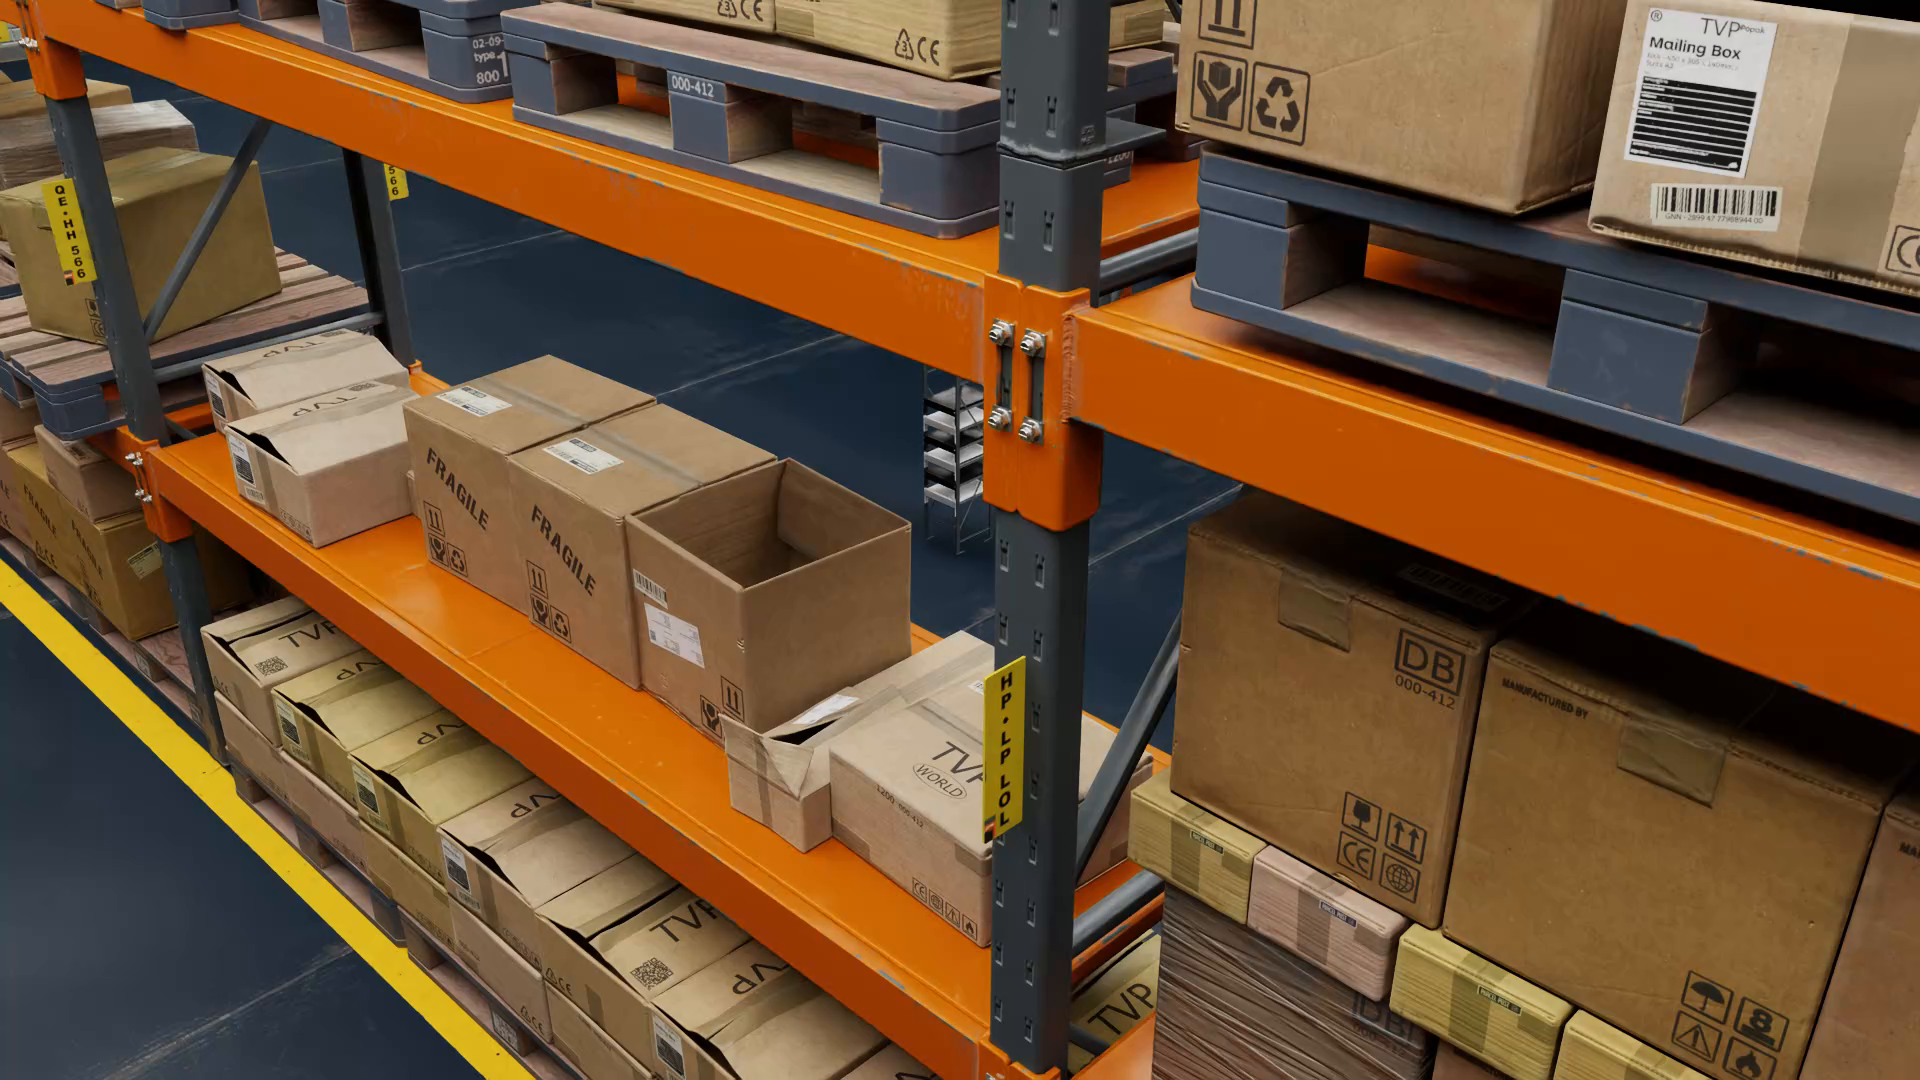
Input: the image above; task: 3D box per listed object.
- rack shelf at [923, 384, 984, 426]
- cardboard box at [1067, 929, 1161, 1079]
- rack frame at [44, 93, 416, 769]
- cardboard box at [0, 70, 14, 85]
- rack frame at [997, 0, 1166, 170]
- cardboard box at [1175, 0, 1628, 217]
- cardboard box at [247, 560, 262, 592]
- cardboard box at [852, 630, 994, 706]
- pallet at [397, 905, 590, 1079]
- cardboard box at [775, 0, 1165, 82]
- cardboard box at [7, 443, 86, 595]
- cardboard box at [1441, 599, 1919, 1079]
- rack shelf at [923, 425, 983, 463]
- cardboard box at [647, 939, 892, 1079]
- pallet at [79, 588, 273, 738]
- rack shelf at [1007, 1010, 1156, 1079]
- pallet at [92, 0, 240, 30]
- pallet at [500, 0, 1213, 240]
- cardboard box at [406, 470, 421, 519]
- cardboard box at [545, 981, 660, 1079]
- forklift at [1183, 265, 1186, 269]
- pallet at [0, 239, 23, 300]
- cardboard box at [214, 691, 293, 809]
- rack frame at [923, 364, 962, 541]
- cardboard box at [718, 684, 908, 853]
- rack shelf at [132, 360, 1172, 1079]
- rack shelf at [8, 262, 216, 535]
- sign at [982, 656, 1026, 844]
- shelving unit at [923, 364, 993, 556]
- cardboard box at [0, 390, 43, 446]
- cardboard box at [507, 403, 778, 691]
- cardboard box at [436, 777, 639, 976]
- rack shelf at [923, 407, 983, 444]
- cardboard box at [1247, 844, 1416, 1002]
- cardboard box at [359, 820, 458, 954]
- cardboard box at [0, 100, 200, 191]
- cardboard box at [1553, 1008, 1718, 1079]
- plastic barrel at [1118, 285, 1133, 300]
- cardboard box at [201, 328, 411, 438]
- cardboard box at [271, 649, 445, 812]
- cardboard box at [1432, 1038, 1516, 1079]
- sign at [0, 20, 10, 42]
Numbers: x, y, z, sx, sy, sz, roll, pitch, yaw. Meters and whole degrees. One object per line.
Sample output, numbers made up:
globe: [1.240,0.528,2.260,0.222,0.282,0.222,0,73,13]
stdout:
rack shelf: [-0.006,-0.610,7.435,0.200,0.077,0.258,25,36,38]
cardboard box: [0.327,1.204,4.138,0.500,0.311,0.500,25,37,39]
rack frame: [-2.405,-0.667,5.795,0.127,3.000,1.000,25,36,38]
cardboard box: [-4.542,-1.770,7.334,0.700,0.500,0.500,-19,33,-32]
rack frame: [0.447,-2.017,1.916,0.127,3.000,1.000,25,36,38]
cardboard box: [0.621,-0.729,1.982,0.500,0.500,0.500,-22,35,-35]
cardboard box: [-2.907,-0.167,7.058,0.500,0.500,0.500,23,35,37]
cardboard box: [-0.041,0.393,4.050,0.250,0.149,0.380,25,36,38]
pallet: [-0.980,1.247,5.151,1.213,0.211,1.003,25,36,38]
cardboard box: [0.014,-1.013,2.940,0.500,0.250,0.500,-21,34,-34]
cardboard box: [-3.605,-0.151,7.028,0.500,0.500,0.500,23,35,37]
cardboard box: [1.129,0.327,2.403,0.500,0.500,0.700,24,36,38]
rack shelf: [-0.006,-0.451,7.519,0.200,0.077,0.258,25,36,38]
cardboard box: [-0.418,1.217,4.114,0.500,0.311,0.500,-24,36,-38]
pallet: [-2.911,0.311,6.931,1.213,0.211,1.003,25,36,38]
rack shelf: [1.873,1.610,2.239,4.000,0.370,1.077,25,36,38]
pallet: [-1.859,-1.719,4.776,1.213,0.211,1.003,-23,36,-37]
pallet: [-0.191,-0.888,3.198,1.217,0.209,0.805,23,35,36]
cardboard box: [-1.456,-0.158,5.097,0.380,0.149,0.250,-22,35,-36]
cardboard box: [-0.776,1.298,4.561,0.500,0.250,0.500,-24,36,-38]
forklift: [2.674,-3.477,11.213,3.031,2.935,1.130,-17,32,-30]
pallet: [-3.795,-1.215,7.043,1.213,0.211,1.003,25,36,38]
cardboard box: [-2.238,0.633,5.827,0.500,0.250,0.500,24,36,38]
rack frame: [-0.078,-0.434,7.609,0.006,0.900,0.240,25,36,38]
cardboard box: [-0.309,0.472,3.774,0.258,0.266,0.396,24,36,37]
rack shelf: [-0.979,0.304,4.721,4.000,0.370,1.077,25,36,38]
rack shelf: [-3.831,-1.001,7.203,4.000,0.370,1.077,25,36,38]
sign: [0.074,0.344,2.713,0.005,0.325,0.100,25,36,38]
shelving unit: [-0.006,-0.401,7.546,0.210,0.900,0.258,25,36,38]
cardboard box: [-4.012,-0.664,7.196,0.500,0.250,0.500,24,36,37]
cardboard box: [-0.822,0.003,4.414,0.500,0.500,0.500,25,36,38]
cardboard box: [-1.128,0.888,4.739,0.500,0.311,0.500,24,36,38]
rack shelf: [-0.006,-0.531,7.477,0.200,0.077,0.258,25,36,38]
cardboard box: [0.682,0.541,2.694,0.380,0.149,0.250,-25,36,-38]
cardboard box: [-1.504,0.964,5.196,0.500,0.250,0.500,23,36,37]
cardboard box: [-3.452,-1.427,6.681,0.700,0.500,0.500,-18,33,-30]
cardboard box: [1.055,0.710,2.373,0.250,0.149,0.380,24,36,38]
plastic barrel: [0.709,-1.689,9.619,0.708,0.830,0.600,25,36,38]
cardboard box: [-2.176,-0.494,5.562,0.500,0.311,0.500,-23,35,-36]
cardboard box: [-1.857,0.553,5.375,0.500,0.311,0.500,24,36,37]
cardboard box: [1.149,0.907,2.695,0.500,0.500,0.700,24,36,38]
sign: [-4.871,-2.670,8.360,0.005,0.325,0.100,25,36,38]
